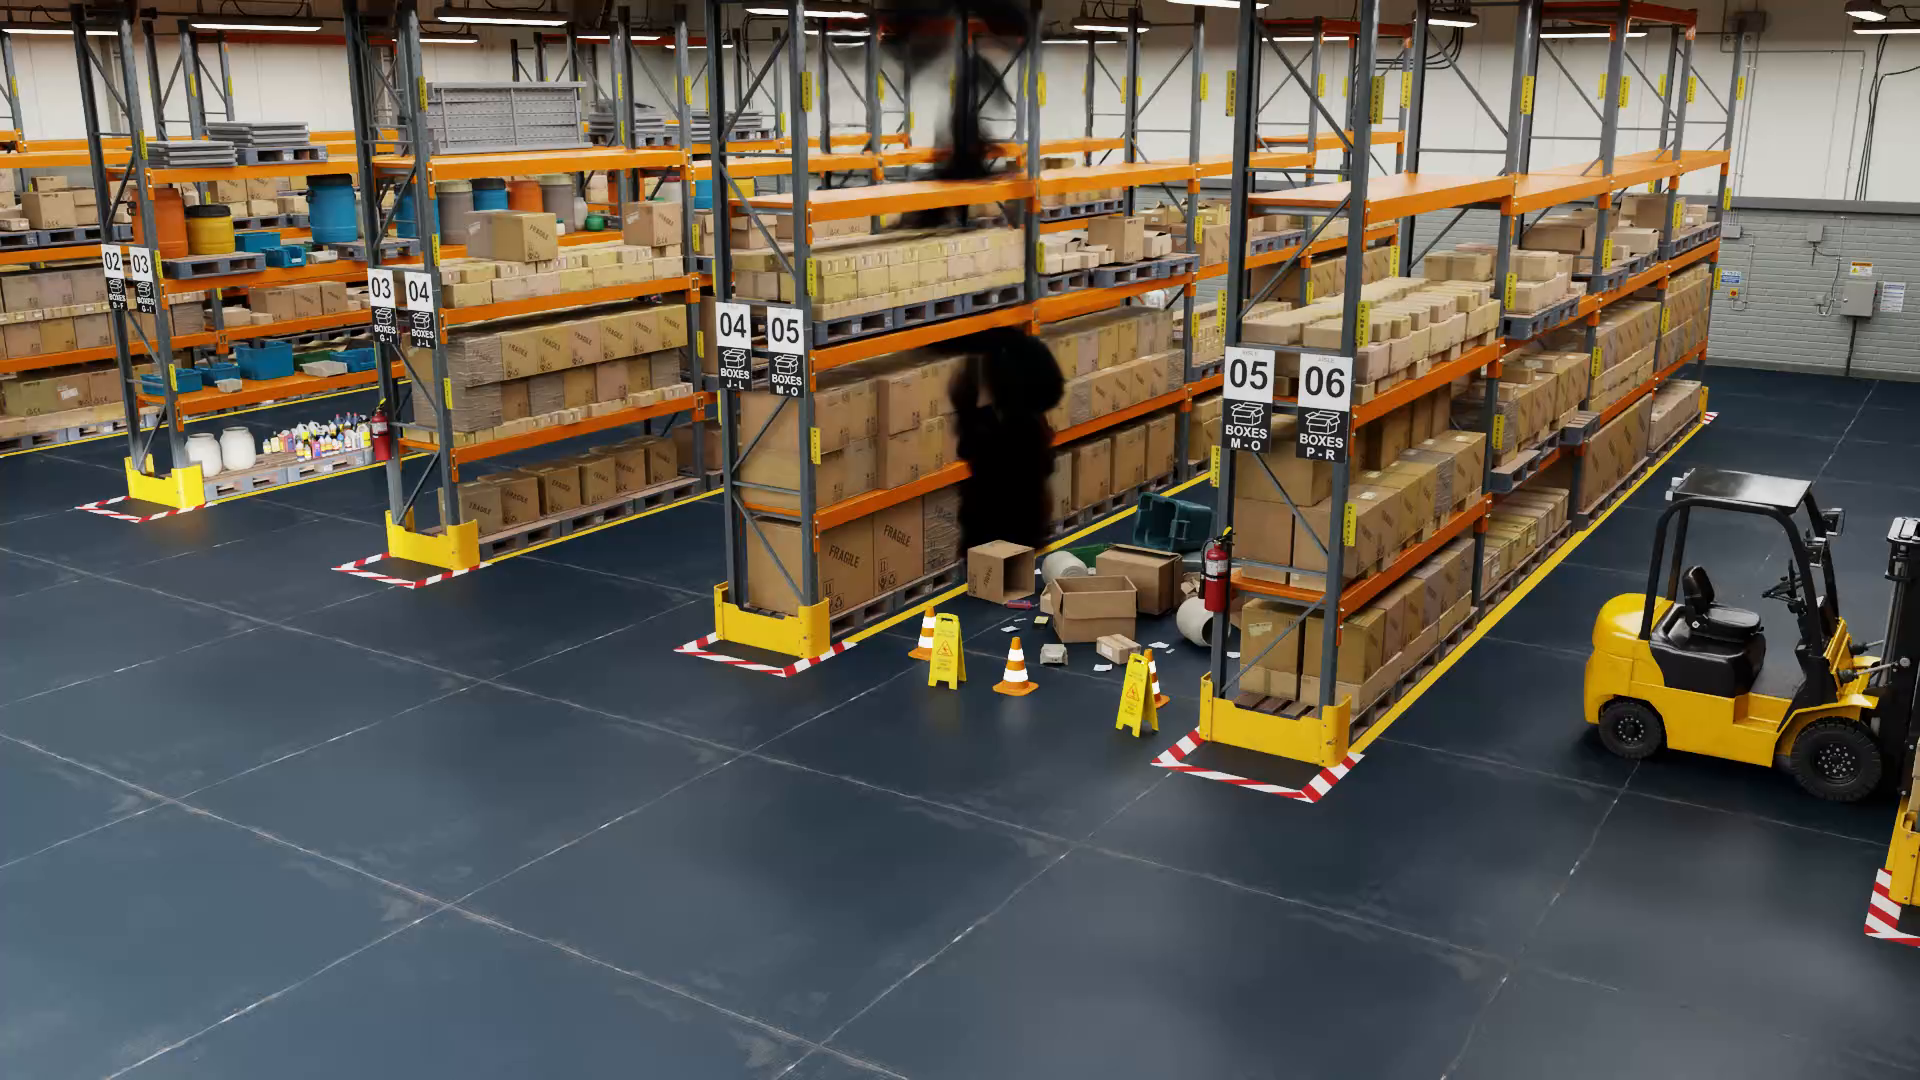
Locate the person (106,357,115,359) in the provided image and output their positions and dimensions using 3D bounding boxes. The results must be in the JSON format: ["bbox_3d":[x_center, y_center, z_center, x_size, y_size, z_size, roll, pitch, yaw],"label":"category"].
[{"bbox_3d":[-13.770,-3.010,27.054,0.496,1.561,0.878,10,19,33],"label":"person"}]

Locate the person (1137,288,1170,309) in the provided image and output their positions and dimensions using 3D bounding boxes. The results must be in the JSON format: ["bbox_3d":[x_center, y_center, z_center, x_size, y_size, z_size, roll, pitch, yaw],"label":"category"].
[{"bbox_3d":[3.692,-4.290,31.562,0.613,1.695,0.833,-5,16,-19],"label":"person"}]
